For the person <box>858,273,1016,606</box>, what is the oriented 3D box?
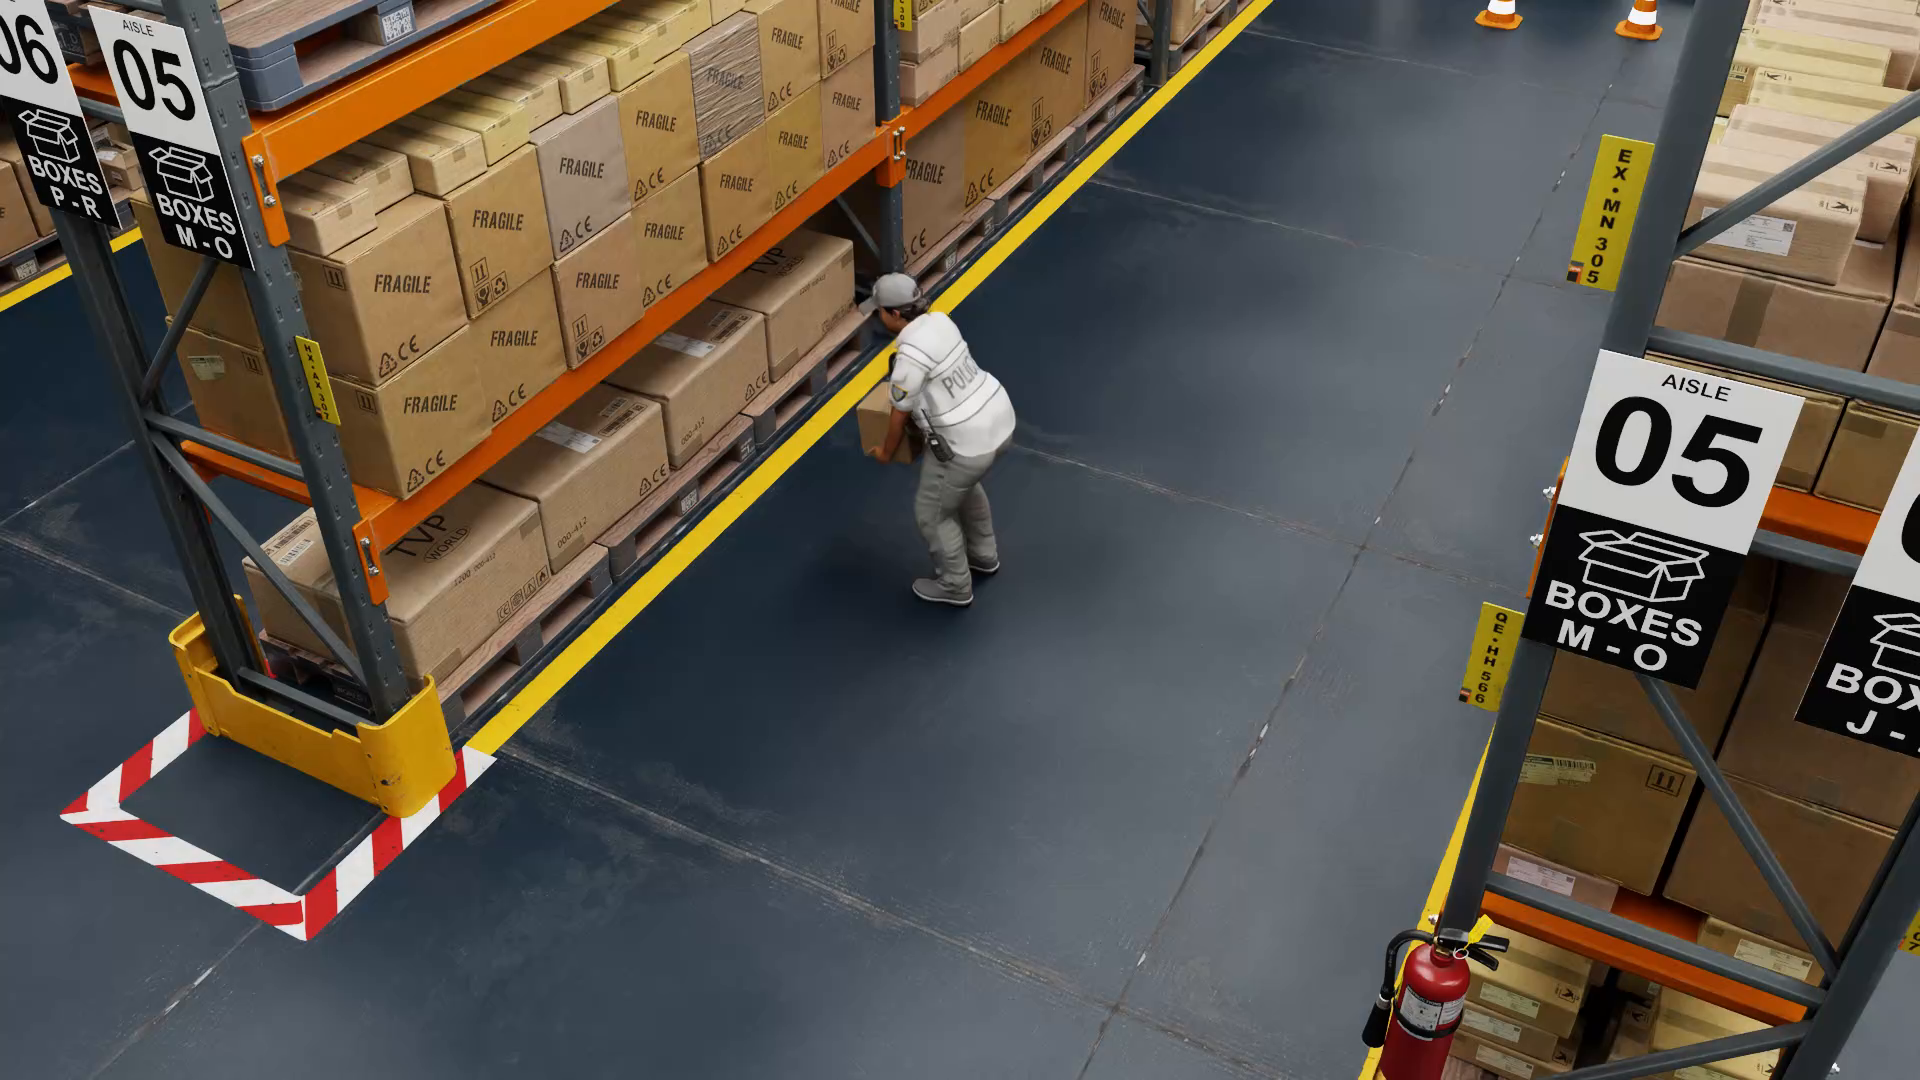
[{"bbox_3d":[-0.106,-0.449,7.401,0.684,1.571,0.456,17,41,20],"label":"person"}]
